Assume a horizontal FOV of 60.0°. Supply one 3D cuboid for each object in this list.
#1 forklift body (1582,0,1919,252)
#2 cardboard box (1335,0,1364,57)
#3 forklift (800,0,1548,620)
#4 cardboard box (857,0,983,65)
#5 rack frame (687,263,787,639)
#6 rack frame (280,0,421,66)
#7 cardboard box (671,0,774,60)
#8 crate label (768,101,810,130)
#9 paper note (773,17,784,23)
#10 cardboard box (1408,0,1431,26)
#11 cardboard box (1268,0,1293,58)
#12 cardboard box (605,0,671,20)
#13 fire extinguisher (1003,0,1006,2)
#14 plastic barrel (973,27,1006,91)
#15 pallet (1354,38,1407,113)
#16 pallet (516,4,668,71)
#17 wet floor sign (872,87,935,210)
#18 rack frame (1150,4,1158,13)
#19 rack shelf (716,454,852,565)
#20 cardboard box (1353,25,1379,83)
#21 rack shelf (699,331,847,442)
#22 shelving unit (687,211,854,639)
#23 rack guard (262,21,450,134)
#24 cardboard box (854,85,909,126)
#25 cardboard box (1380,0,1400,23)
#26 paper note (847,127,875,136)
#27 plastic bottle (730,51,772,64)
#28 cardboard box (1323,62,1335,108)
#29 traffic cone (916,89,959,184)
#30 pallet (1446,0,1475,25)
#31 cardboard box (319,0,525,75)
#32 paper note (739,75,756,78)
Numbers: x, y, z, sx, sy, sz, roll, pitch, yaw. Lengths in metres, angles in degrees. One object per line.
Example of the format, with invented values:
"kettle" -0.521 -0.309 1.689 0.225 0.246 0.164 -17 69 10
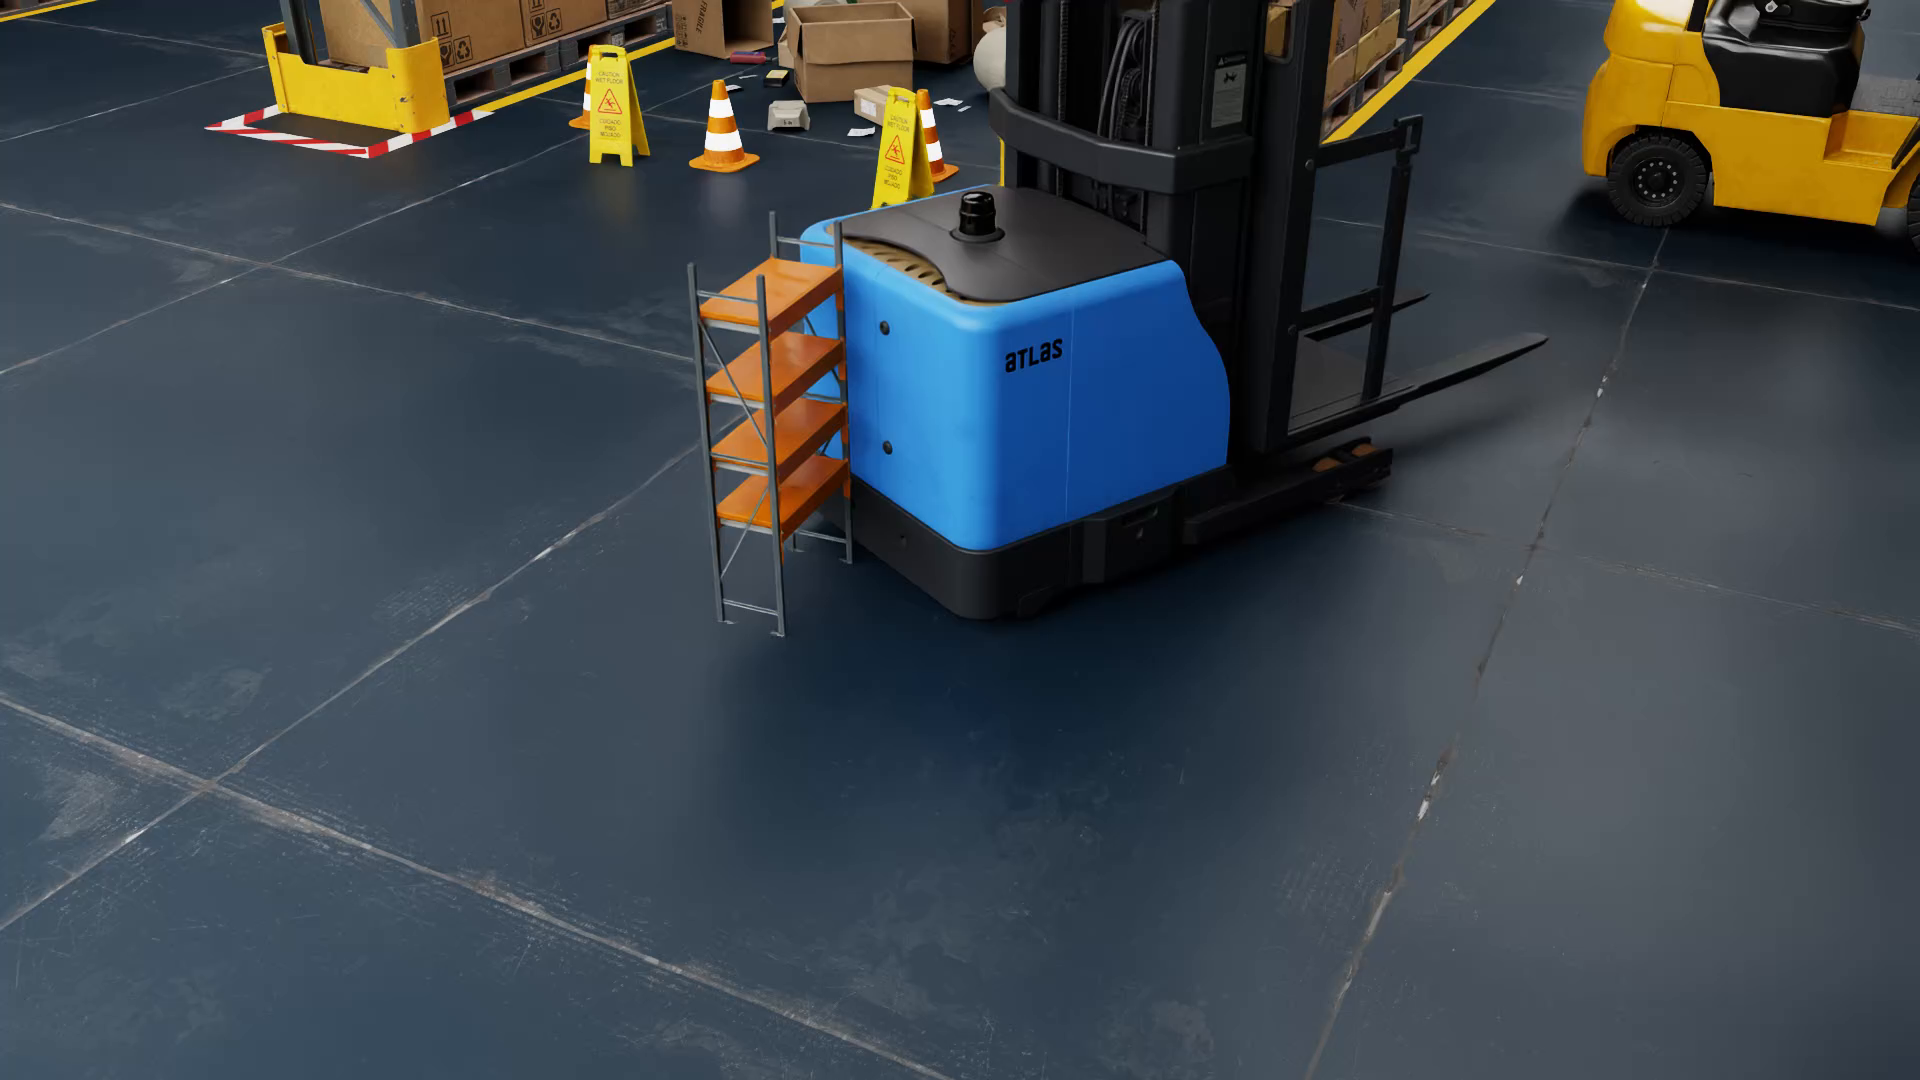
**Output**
"forklift body" 4.409 -2.639 8.186 2.313 2.155 1.214 14 33 23
"cardboard box" 2.079 -3.190 9.879 0.500 0.500 0.500 16 34 26
"forklift" 0.960 -1.592 5.579 3.031 2.935 1.130 -20 35 -30
"cardboard box" -0.286 -3.623 11.417 0.797 0.637 0.503 14 33 23
"rack frame" -0.657 -0.237 4.958 0.240 1.200 0.015 12 32 19
"rack frame" -3.704 -3.955 9.626 1.000 3.000 0.127 14 33 23
"cardboard box" -1.675 -3.725 11.732 0.500 0.500 0.500 21 36 32
"crate label" -1.044 -2.583 10.110 0.250 0.136 0.298 -1 30 -3
"paper note" -1.382 -3.938 12.576 0.147 0.020 0.142 -7 31 -11
"cardboard box" 2.808 -3.926 11.792 0.950 0.372 0.625 15 33 24
"cardboard box" 1.607 -2.730 9.079 0.500 0.500 0.500 13 32 21
"cardboard box" -2.637 -4.326 11.983 0.875 0.875 0.875 15 33 24
"fire extinguisher" 0.287 -2.897 7.861 0.296 0.674 0.183 14 33 23
"plastic barrel" 0.342 -3.019 10.582 0.421 0.421 0.512 -12 32 -20
"pallet" 2.297 -3.135 10.998 1.003 0.211 1.213 14 33 23
"pallet" -2.852 -3.657 11.907 1.003 0.211 1.213 14 33 23
"wet floor sign" -0.290 -2.015 8.610 0.232 0.644 0.267 -25 38 -36
"rack frame" 0.749 -2.877 7.748 1.000 3.000 0.127 14 33 23
"rack shelf" -0.564 -0.119 5.286 0.258 0.148 0.480 12 32 19
"cardboard box" 2.308 -3.079 10.439 0.500 0.250 0.500 13 32 22
"rack shelf" -0.564 -0.485 5.076 0.258 0.148 0.480 12 32 19
"shelving unit" -0.564 -0.350 5.154 0.258 1.200 0.503 12 32 19
"rack guard" -3.715 -2.861 10.230 1.175 0.500 0.348 14 33 23
"cardboard box" -0.452 -2.680 10.267 0.250 0.149 0.380 -18 34 -28
"cardboard box" 2.541 -3.642 10.667 0.500 0.500 0.500 14 33 23
"paper note" -0.592 -2.460 10.004 0.148 0.019 0.142 4 30 6
"plastic bottle" -1.435 -3.333 11.493 0.283 0.061 0.133 4 30 6
"cardboard box" 1.839 -2.631 9.659 0.500 0.250 0.500 17 34 27
"traffic cone" -0.203 -2.260 9.221 0.336 0.463 0.334 14 33 23
"pallet" 3.479 -4.330 13.077 1.003 0.211 1.213 14 33 23
"cardboard box" -3.453 -3.532 10.600 0.875 0.875 0.875 14 33 24
"paper note" -1.423 -3.108 11.151 0.123 0.001 0.032 -18 34 -28
